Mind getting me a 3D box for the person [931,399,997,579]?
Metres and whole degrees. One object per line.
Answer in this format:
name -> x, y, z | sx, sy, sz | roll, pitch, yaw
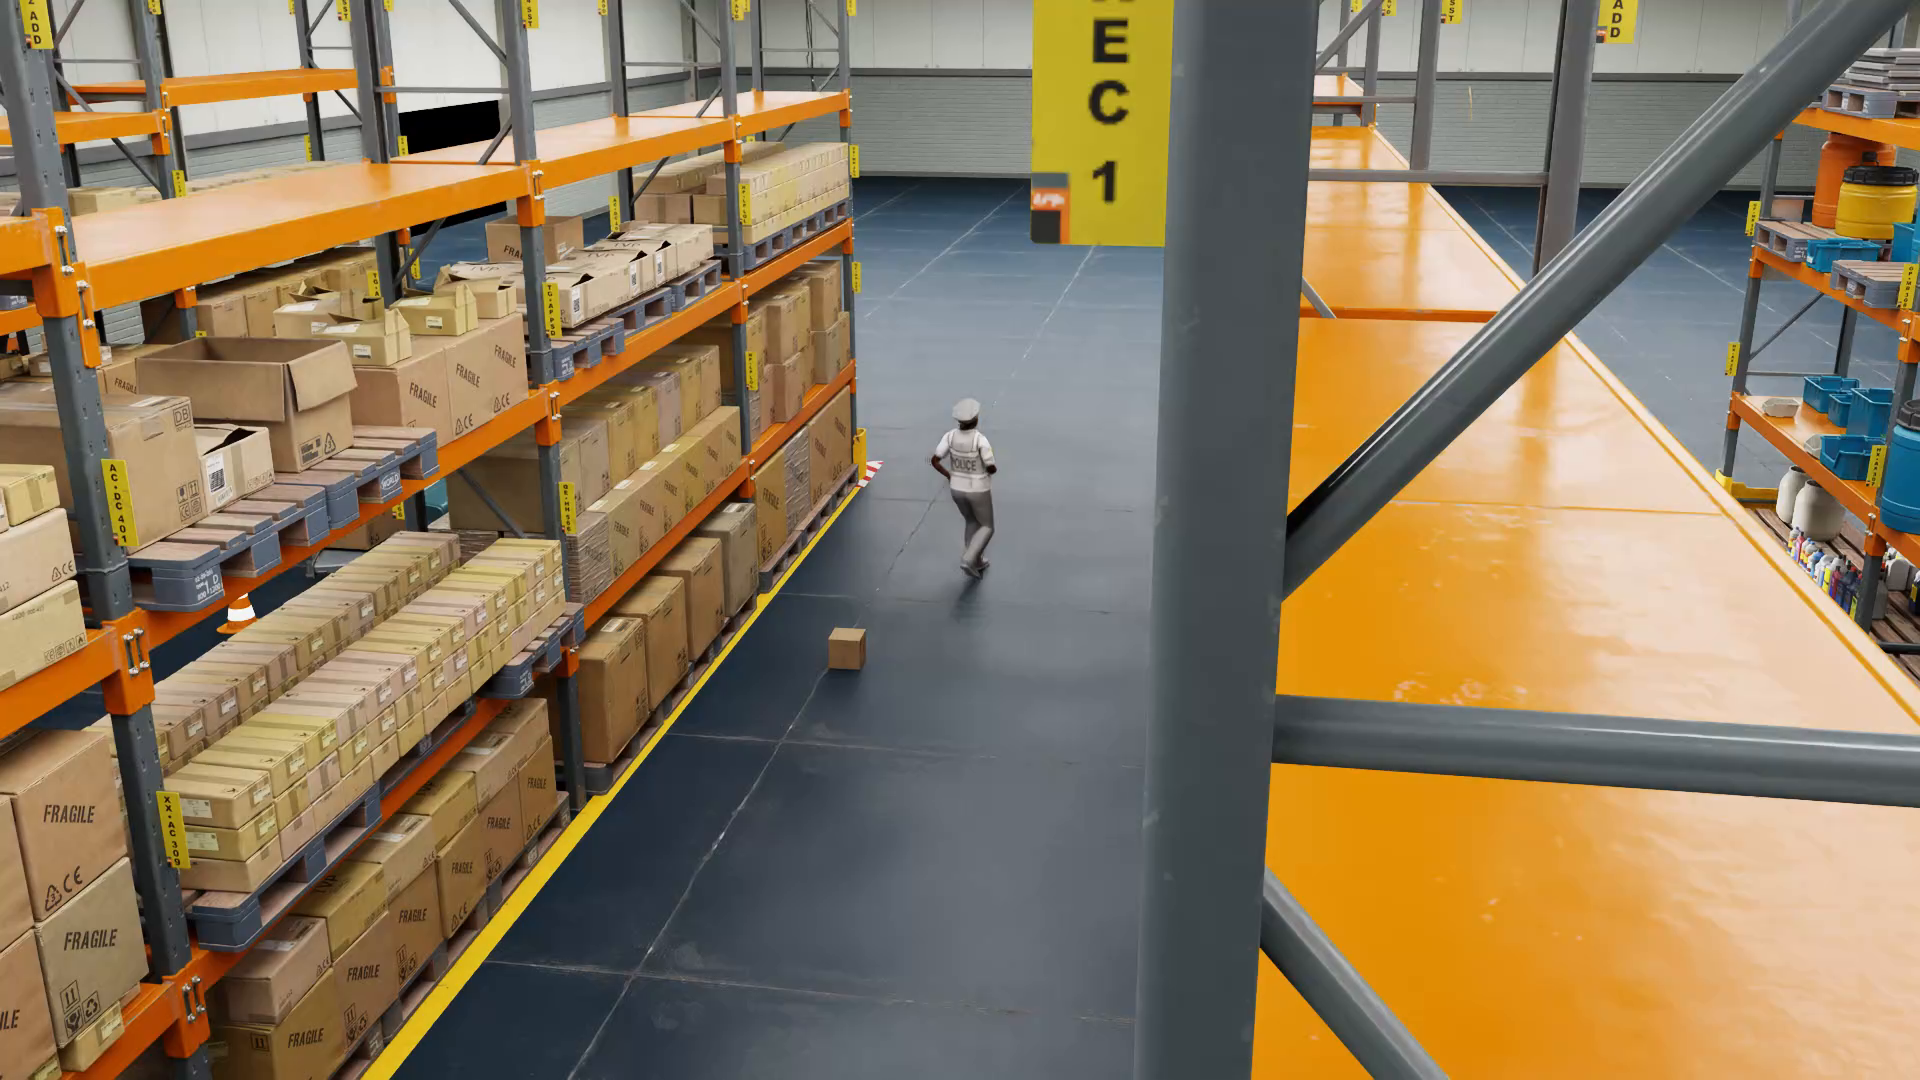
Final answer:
person -> 0.098, -0.469, 14.894 | 0.592, 1.662, 0.698 | 10, 21, 29
